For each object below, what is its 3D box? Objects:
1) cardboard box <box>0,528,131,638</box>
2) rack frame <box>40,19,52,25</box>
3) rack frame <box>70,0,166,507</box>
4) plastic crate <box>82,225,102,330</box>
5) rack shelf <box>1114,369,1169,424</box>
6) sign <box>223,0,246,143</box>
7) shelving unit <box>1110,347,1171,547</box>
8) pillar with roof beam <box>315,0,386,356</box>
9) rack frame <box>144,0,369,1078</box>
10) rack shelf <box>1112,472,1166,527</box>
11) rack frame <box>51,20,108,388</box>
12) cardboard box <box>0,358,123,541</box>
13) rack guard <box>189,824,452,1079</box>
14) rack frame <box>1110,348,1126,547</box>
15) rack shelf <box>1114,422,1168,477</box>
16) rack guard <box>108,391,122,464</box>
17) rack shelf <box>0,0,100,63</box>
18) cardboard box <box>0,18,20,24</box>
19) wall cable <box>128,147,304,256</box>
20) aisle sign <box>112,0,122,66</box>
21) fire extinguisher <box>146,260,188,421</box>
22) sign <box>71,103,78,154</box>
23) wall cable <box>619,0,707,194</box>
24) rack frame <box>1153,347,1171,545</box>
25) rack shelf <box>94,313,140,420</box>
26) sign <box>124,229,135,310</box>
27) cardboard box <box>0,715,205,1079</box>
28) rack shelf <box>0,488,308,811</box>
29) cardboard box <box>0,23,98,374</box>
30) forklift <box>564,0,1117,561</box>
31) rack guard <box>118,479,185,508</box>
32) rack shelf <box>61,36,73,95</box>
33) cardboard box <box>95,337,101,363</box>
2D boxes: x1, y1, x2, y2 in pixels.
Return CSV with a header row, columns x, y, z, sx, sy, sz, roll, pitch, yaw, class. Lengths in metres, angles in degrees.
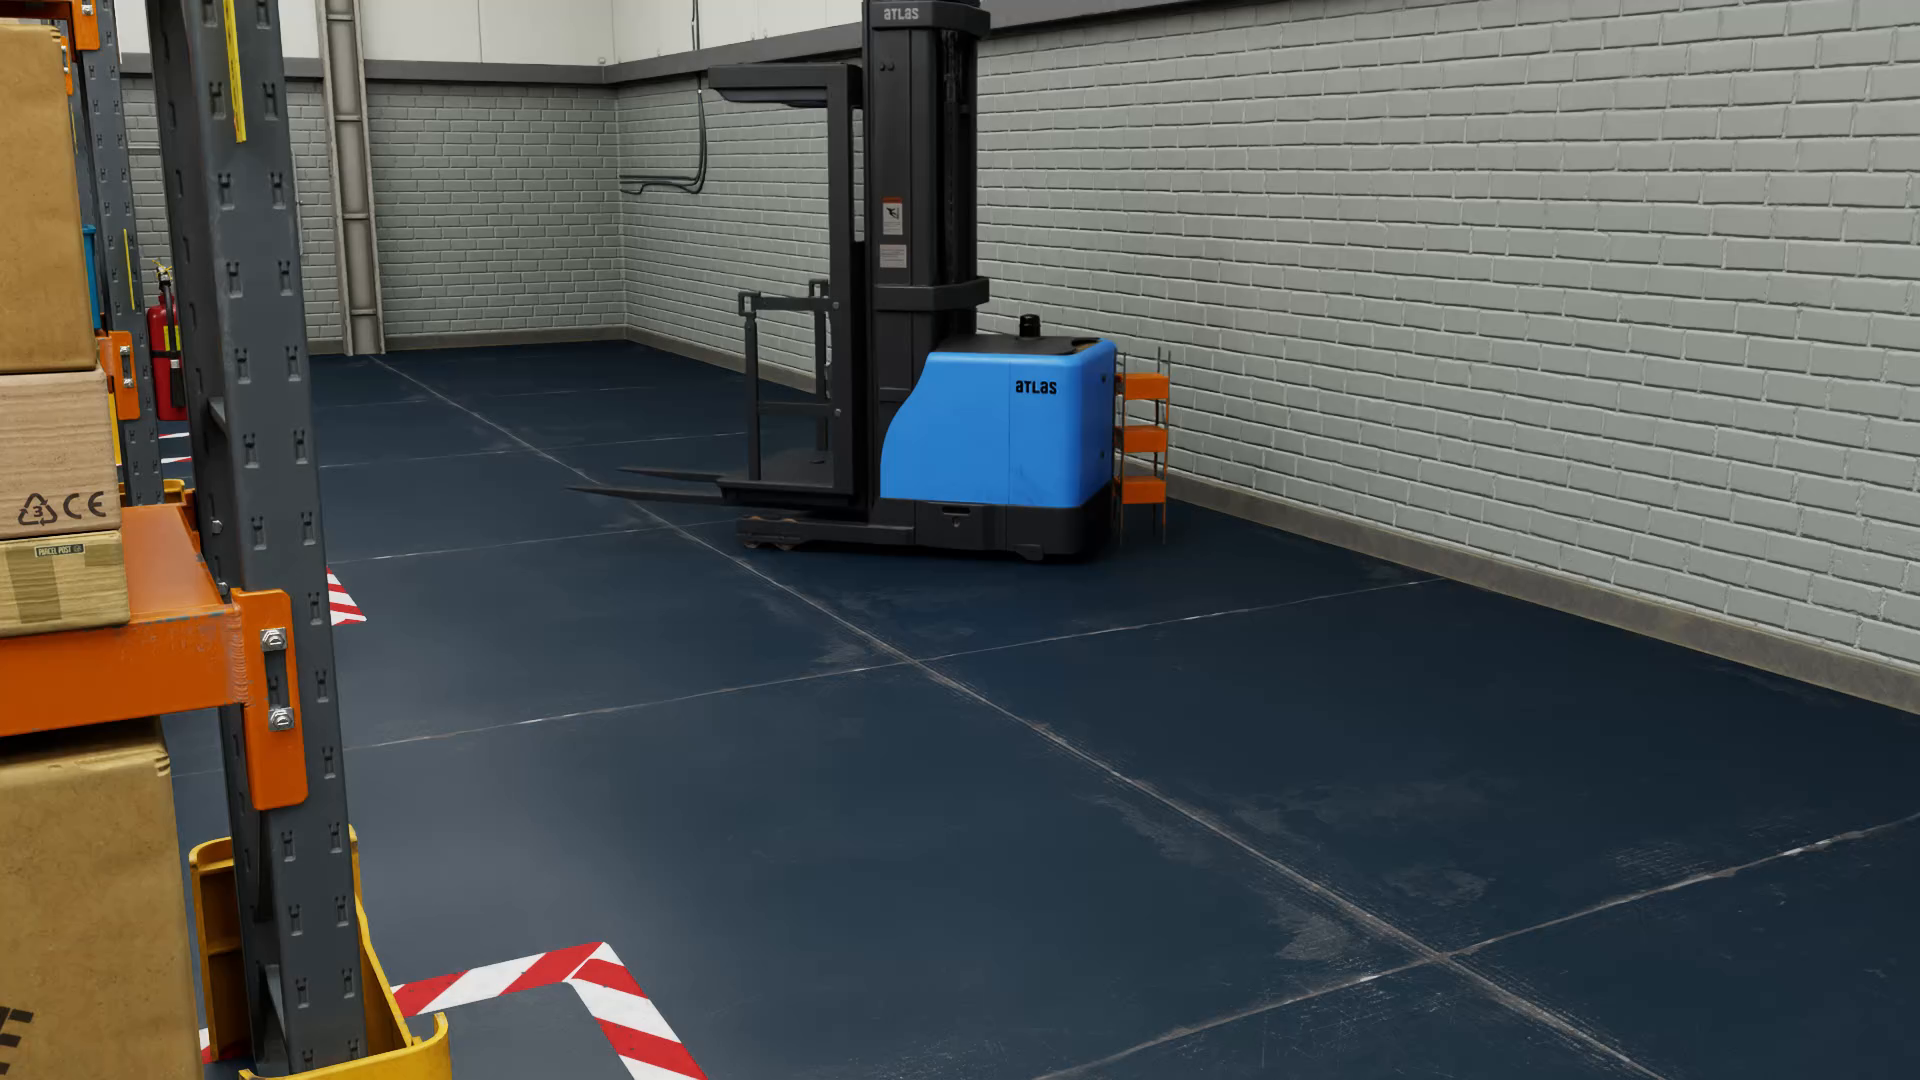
x,y,z,sx,sy,sz,roll,pitch,yaw,class
-1.495,0.035,2.694,0.250,0.149,0.380,-7,14,-27,cardboard box
-8.460,-5.979,15.181,0.127,3.000,1.000,-7,14,-28,rack frame
-3.714,-1.143,7.356,0.127,3.000,1.000,-7,14,-28,rack frame
-3.918,-1.118,7.029,0.499,0.435,0.616,-7,14,-28,plastic crate
0.966,-0.765,8.869,0.240,0.259,0.215,-2,13,-10,rack shelf
-1.093,-0.763,2.491,0.005,0.325,0.100,-7,14,-28,sign
0.965,-0.499,8.931,0.252,1.050,0.215,-2,13,-10,shelving unit
-4.442,-5.600,13.498,0.400,9.000,9.100,-7,14,-28,pillar with roof beam
-1.340,-0.189,3.115,0.127,3.000,1.000,-7,14,-28,rack frame
0.965,-0.218,8.997,0.240,0.259,0.215,-2,13,-10,rack shelf
-6.084,-2.098,11.600,0.127,3.000,1.000,-7,14,-28,rack frame
-1.639,-0.158,2.645,0.500,0.250,0.500,-7,15,-29,cardboard box
-1.319,1.028,3.401,0.348,0.500,1.175,-7,14,-28,rack guard
0.845,-0.494,8.909,0.008,1.050,0.200,-2,13,-10,rack frame
0.965,-0.489,8.934,0.240,0.259,0.215,-2,13,-10,rack shelf
-6.150,-0.871,11.839,0.348,0.500,1.175,-7,14,-28,rack guard
-5.469,-2.045,6.171,4.000,0.370,1.077,-7,14,-28,rack shelf
-6.408,-3.383,10.821,0.500,0.250,0.500,-7,14,-28,cardboard box
-7.790,-3.865,17.137,1.851,1.984,0.084,-7,14,-28,wall cable
-3.510,-2.362,6.854,0.004,0.787,0.394,-7,14,-28,aisle sign
-3.363,-0.852,7.087,0.183,0.674,0.296,-7,14,-28,fire extinguisher
-5.835,-2.708,10.953,0.005,0.325,0.100,-7,14,-28,sign
-3.325,-4.990,17.860,0.112,2.526,3.097,-7,14,-28,wall cable
1.085,-0.504,8.953,0.008,1.050,0.200,-2,13,-10,rack frame
-5.469,-0.582,6.500,4.000,0.370,1.077,-7,14,-28,rack shelf
-3.436,-1.118,6.875,0.005,0.325,0.100,-7,14,-28,sign
-1.864,0.726,2.935,0.875,0.875,0.875,-7,14,-28,cardboard box
-3.096,0.373,2.259,4.000,0.370,1.077,-7,14,-28,rack shelf
-1.642,-0.524,2.564,0.500,0.500,0.500,-7,14,-27,cardboard box
-0.699,-1.485,9.033,3.031,2.935,1.130,4,13,16,forklift
-3.699,0.071,7.653,0.348,0.500,1.175,-7,14,-28,rack guard
-7.839,-3.000,10.415,4.000,0.370,1.077,-7,14,-28,rack shelf
-1.891,-0.262,3.106,0.500,0.250,0.500,-7,15,-29,cardboard box
